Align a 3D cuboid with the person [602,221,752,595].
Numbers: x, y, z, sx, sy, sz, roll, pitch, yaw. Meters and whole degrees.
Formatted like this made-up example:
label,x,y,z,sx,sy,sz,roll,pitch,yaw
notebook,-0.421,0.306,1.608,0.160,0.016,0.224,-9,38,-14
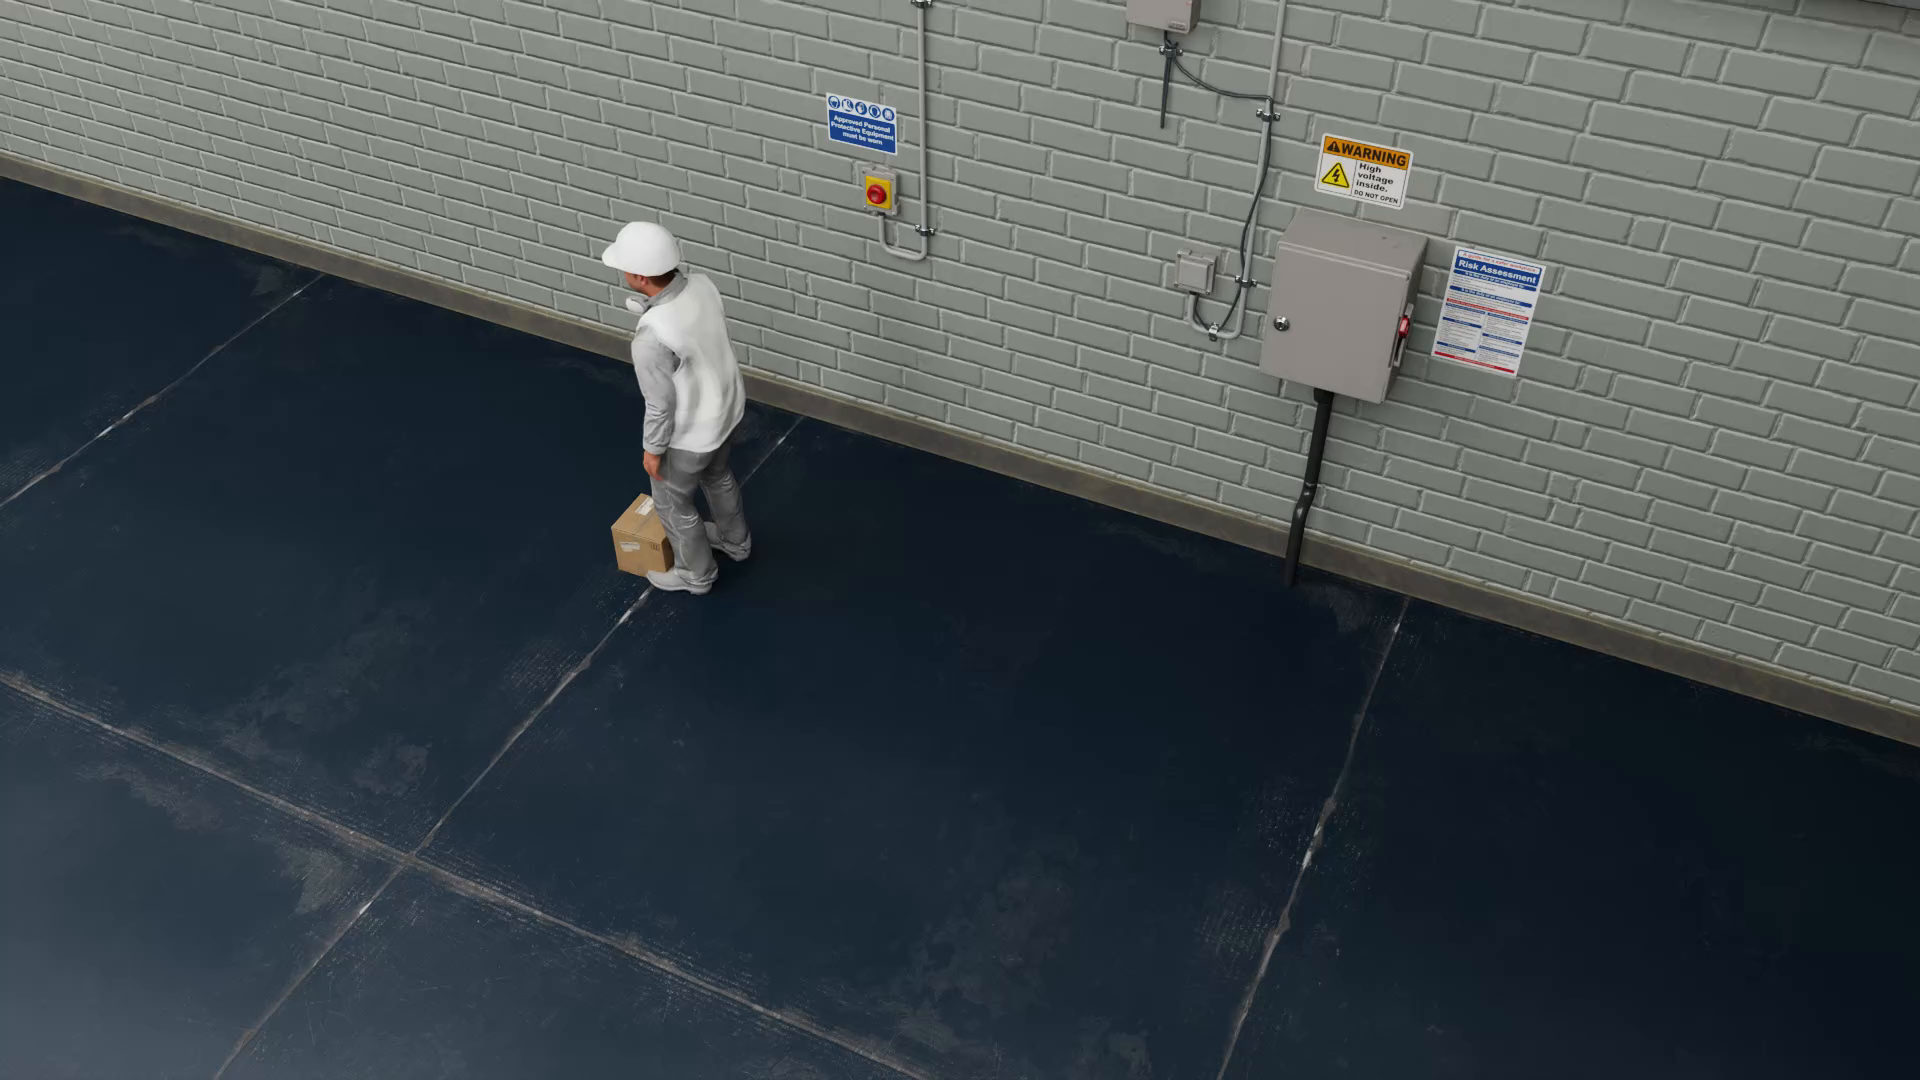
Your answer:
label,x,y,z,sx,sy,sz,roll,pitch,yaw
person,-1.108,-0.502,6.703,0.473,1.771,0.593,15,44,16
